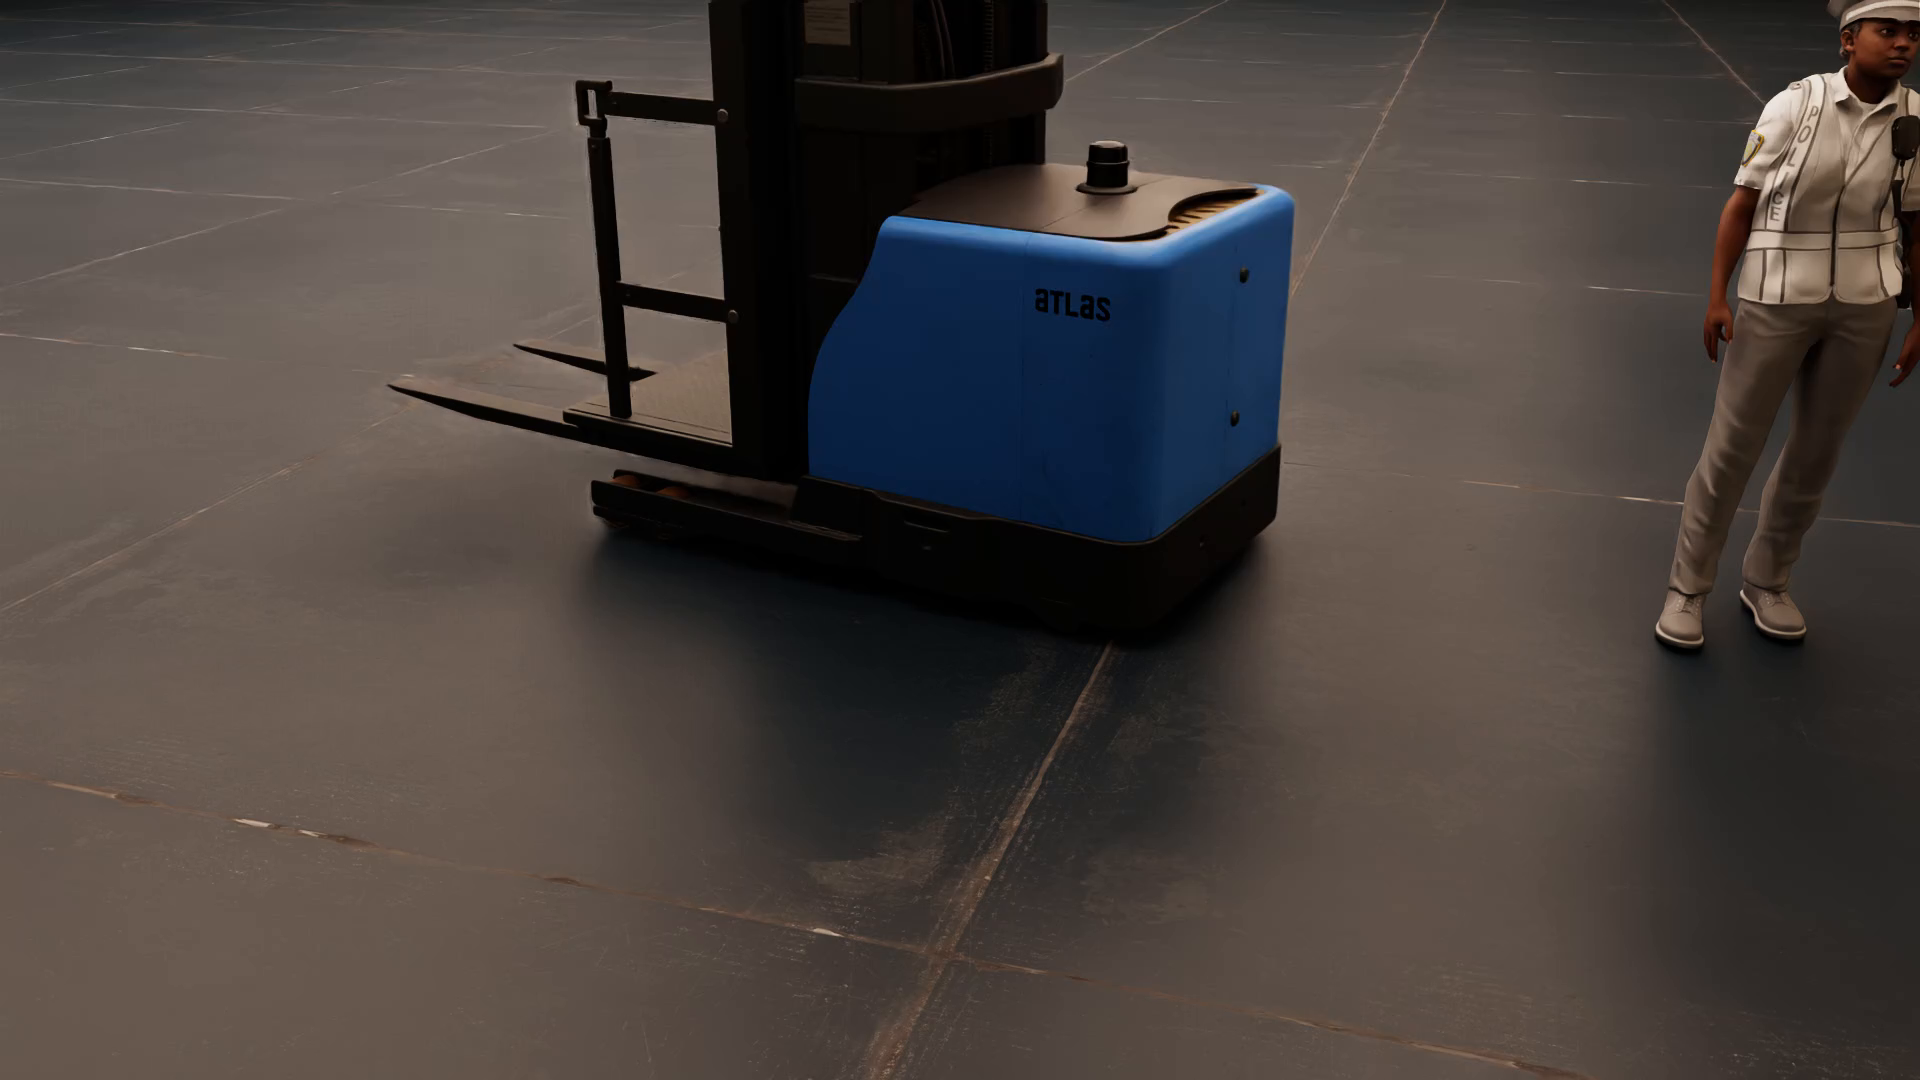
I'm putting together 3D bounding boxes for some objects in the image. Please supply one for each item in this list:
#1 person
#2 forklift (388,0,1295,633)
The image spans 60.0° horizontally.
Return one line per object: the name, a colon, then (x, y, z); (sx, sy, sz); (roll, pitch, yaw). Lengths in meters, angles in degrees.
person: (2.187, -0.567, 4.254); (0.568, 1.695, 0.531); (5, 23, 12)
forklift: (-0.554, -1.509, 4.935); (3.031, 2.935, 1.130); (13, 26, 29)
